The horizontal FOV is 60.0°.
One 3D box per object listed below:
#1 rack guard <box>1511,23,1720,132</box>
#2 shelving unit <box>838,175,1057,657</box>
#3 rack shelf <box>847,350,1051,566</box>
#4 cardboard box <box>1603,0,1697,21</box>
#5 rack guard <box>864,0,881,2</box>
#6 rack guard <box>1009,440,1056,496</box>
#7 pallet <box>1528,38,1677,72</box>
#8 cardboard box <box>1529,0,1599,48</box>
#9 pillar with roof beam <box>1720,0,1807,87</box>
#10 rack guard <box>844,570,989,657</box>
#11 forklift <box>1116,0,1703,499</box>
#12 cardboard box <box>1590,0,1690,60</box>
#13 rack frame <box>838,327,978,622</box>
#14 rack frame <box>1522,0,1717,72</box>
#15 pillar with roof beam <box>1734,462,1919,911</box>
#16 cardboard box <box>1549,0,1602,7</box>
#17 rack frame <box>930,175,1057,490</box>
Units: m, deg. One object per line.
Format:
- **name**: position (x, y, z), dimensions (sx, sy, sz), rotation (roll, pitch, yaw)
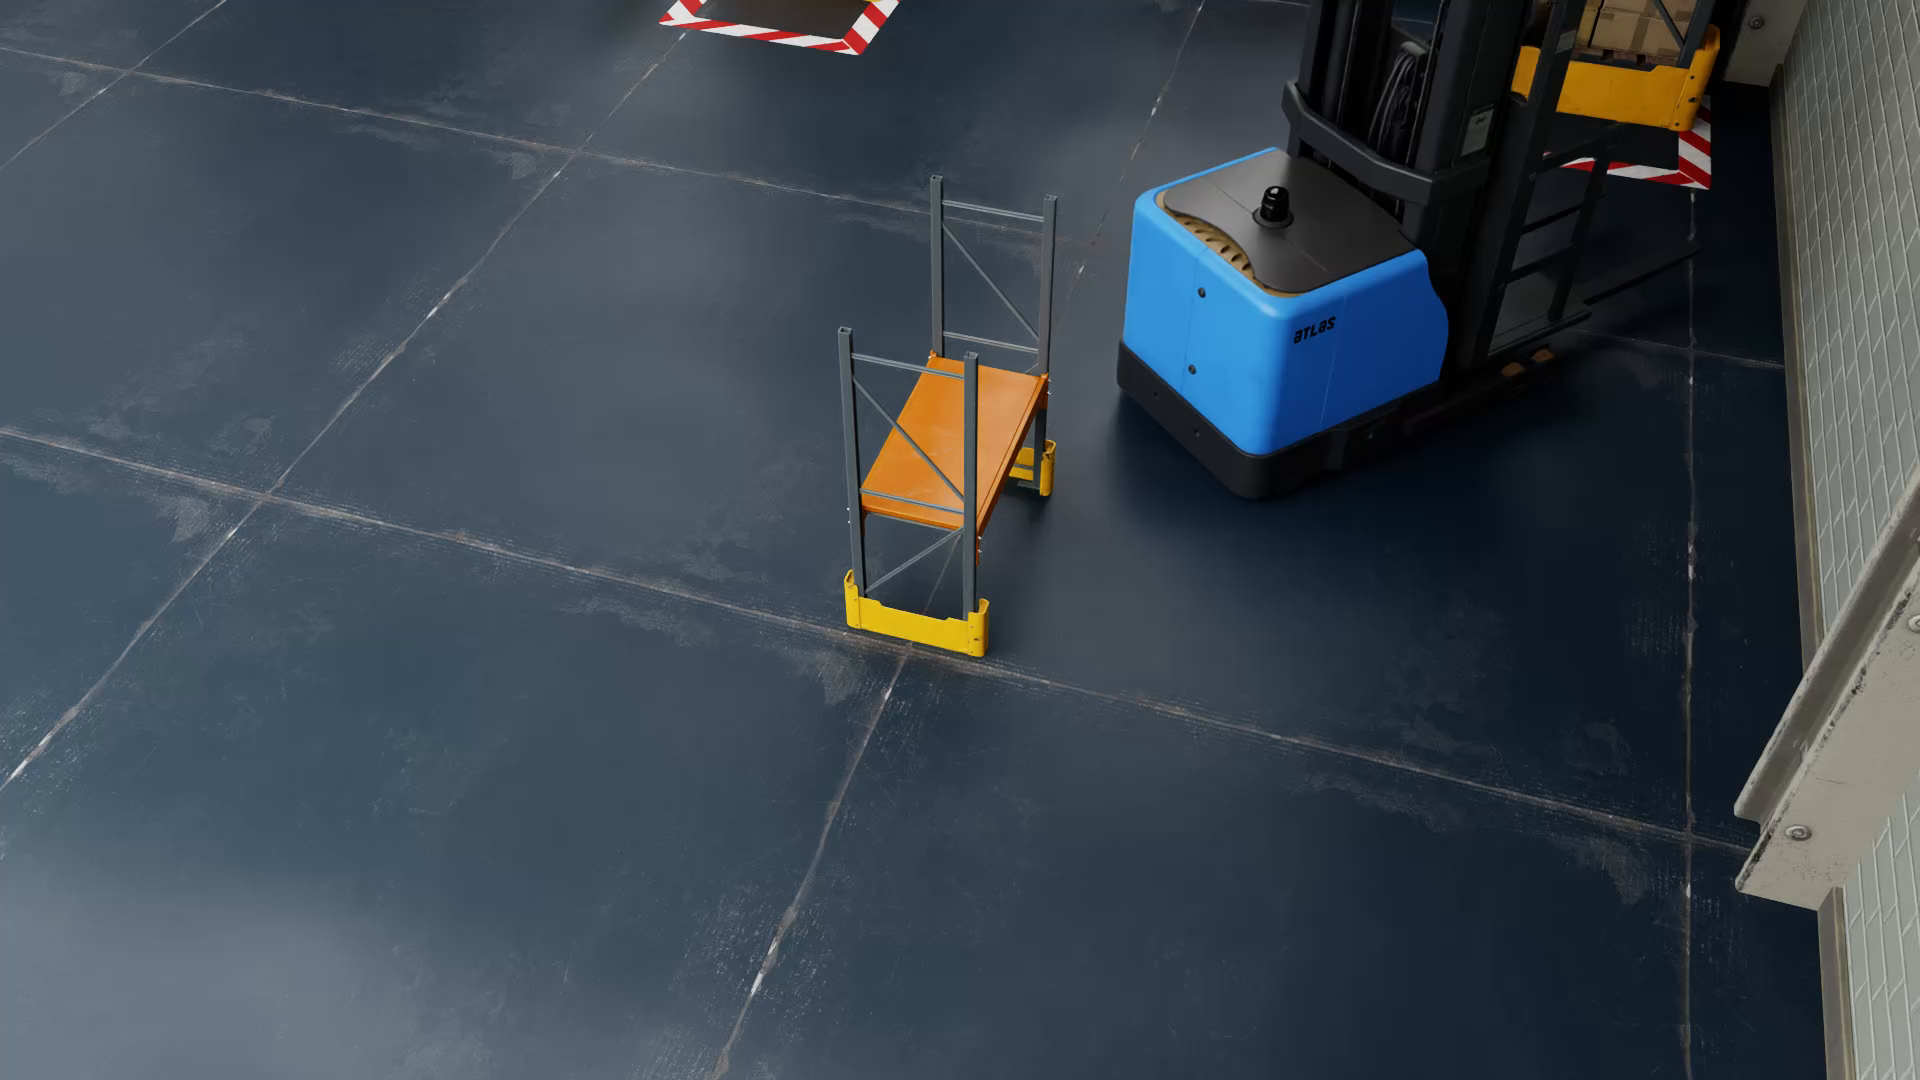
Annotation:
- **rack guard**: position (3.691, -2.748, 9.600), dimensions (1.175, 0.500, 0.348), rotation (13, 46, 13)
- **shelving unit**: position (-0.023, -0.485, 6.573), dimensions (0.587, 1.500, 1.083), rotation (13, 46, 13)
- **rack shelf**: position (-0.026, -0.351, 6.692), dimensions (0.538, 0.185, 1.000), rotation (13, 46, 13)
- **cardboard box**: position (4.039, -3.273, 9.658), dimensions (0.500, 0.250, 0.500), rotation (13, 46, 13)
- **rack guard**: position (-1.010, -3.864, 10.740), dimensions (1.175, 0.500, 0.348), rotation (13, 46, 13)
- **rack guard**: position (0.128, -0.370, 7.349), dimensions (0.587, 0.250, 0.087), rotation (13, 46, 13)
- **pallet**: position (3.890, -3.180, 10.247), dimensions (1.003, 0.211, 1.213), rotation (13, 46, 13)
- **cardboard box**: position (3.540, -3.205, 9.946), dimensions (0.500, 0.250, 0.500), rotation (13, 46, 13)
- **pillar with roof beam**: position (0.665, -6.987, 7.855), dimensions (9.100, 9.000, 0.400), rotation (13, 46, 13)
- **rack guard**: position (-0.174, 0.293, 6.670), dimensions (0.587, 0.250, 0.087), rotation (13, 46, 13)
- **forklift**: position (2.261, -2.010, 7.108), dimensions (3.031, 2.935, 1.130), rotation (-23, 49, -22)
- **cardboard box**: position (4.034, -3.111, 9.849), dimensions (0.500, 0.250, 0.500), rotation (13, 46, 13)
- **rack frame**: position (-0.180, -0.140, 6.220), dimensions (0.500, 1.500, 0.032), rotation (13, 46, 13)
- **rack frame**: position (3.698, -3.658, 8.742), dimensions (1.000, 3.000, 0.127), rotation (13, 46, 13)
- **pillar with roof beam**: position (-1.152, -2.988, 3.768), dimensions (9.100, 9.000, 0.400), rotation (13, 46, 13)
- **cardboard box**: position (3.548, -3.394, 9.781), dimensions (0.500, 0.250, 0.500), rotation (12, 46, 12)
- **rack frame**: position (0.128, -0.818, 6.913), dimensions (0.500, 1.500, 0.032), rotation (13, 46, 13)
